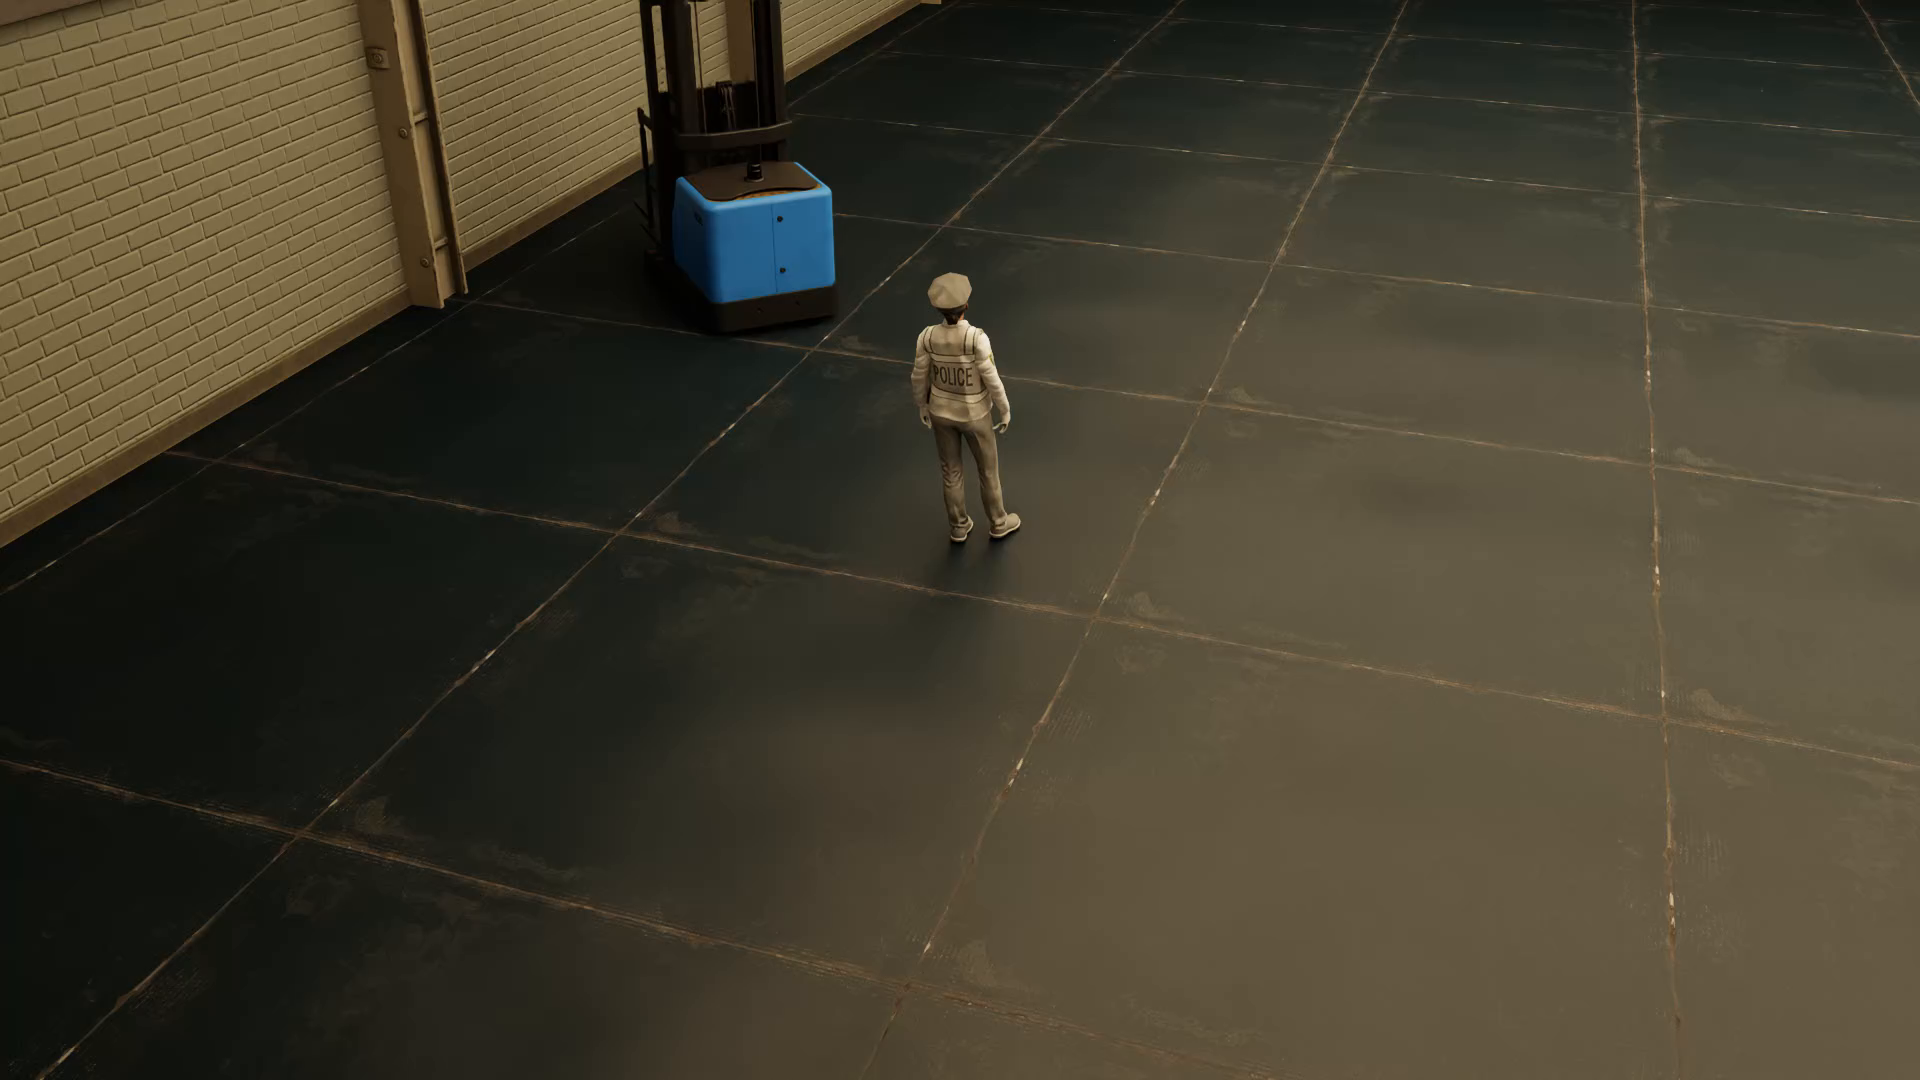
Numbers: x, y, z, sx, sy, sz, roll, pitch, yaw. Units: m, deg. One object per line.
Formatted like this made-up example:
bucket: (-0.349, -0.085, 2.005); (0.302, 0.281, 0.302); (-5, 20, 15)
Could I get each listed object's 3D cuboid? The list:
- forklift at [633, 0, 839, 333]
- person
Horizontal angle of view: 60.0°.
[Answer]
forklift: (-2.031, -3.570, 13.398); (1.130, 2.935, 3.031); (-13, 32, -21)
person: (0.028, -0.773, 9.726); (0.588, 1.696, 0.533); (10, 31, 16)
